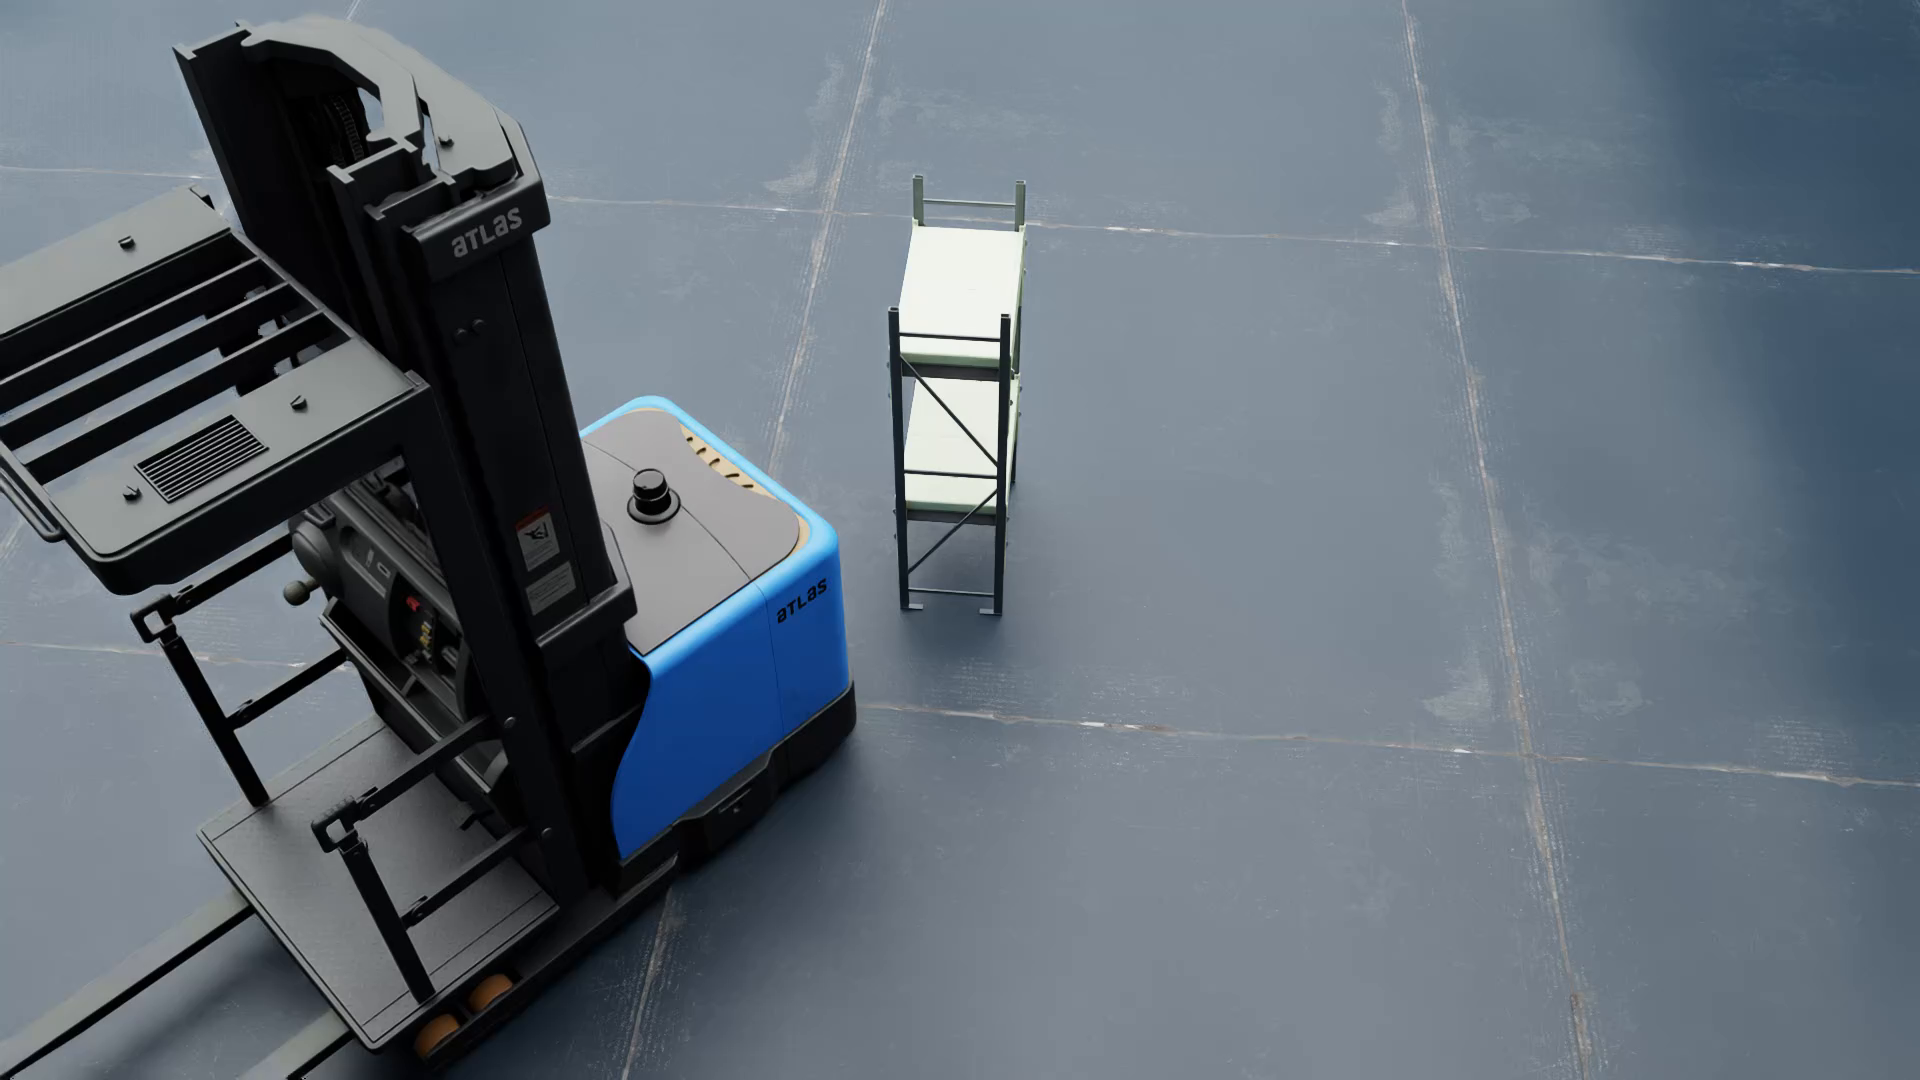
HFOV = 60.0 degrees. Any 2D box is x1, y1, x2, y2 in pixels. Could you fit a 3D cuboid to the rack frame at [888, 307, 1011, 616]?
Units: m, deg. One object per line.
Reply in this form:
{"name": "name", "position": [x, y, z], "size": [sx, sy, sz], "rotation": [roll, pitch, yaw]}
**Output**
{"name": "rack frame", "position": [-0.034, -0.232, 5.946], "size": [0.400, 1.500, 0.023], "rotation": [4, 48, 4]}

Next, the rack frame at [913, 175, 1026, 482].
{"name": "rack frame", "position": [0.033, -0.770, 6.438], "size": [0.400, 1.500, 0.023], "rotation": [4, 48, 4]}

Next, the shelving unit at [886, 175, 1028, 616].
{"name": "shelving unit", "position": [-0.001, -0.501, 6.192], "size": [0.431, 1.500, 0.755], "rotation": [4, 48, 4]}

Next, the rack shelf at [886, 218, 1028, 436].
{"name": "rack shelf", "position": [-0.001, -0.765, 5.904], "size": [0.431, 0.370, 0.720], "rotation": [4, 48, 4]}

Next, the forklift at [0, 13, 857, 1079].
{"name": "forklift", "position": [-1.775, 0.228, 4.556], "size": [3.031, 2.935, 1.130], "rotation": [-36, 57, -28]}

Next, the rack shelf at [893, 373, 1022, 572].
{"name": "rack shelf", "position": [-0.001, -0.281, 6.433], "size": [0.431, 0.370, 0.720], "rotation": [4, 48, 4]}
